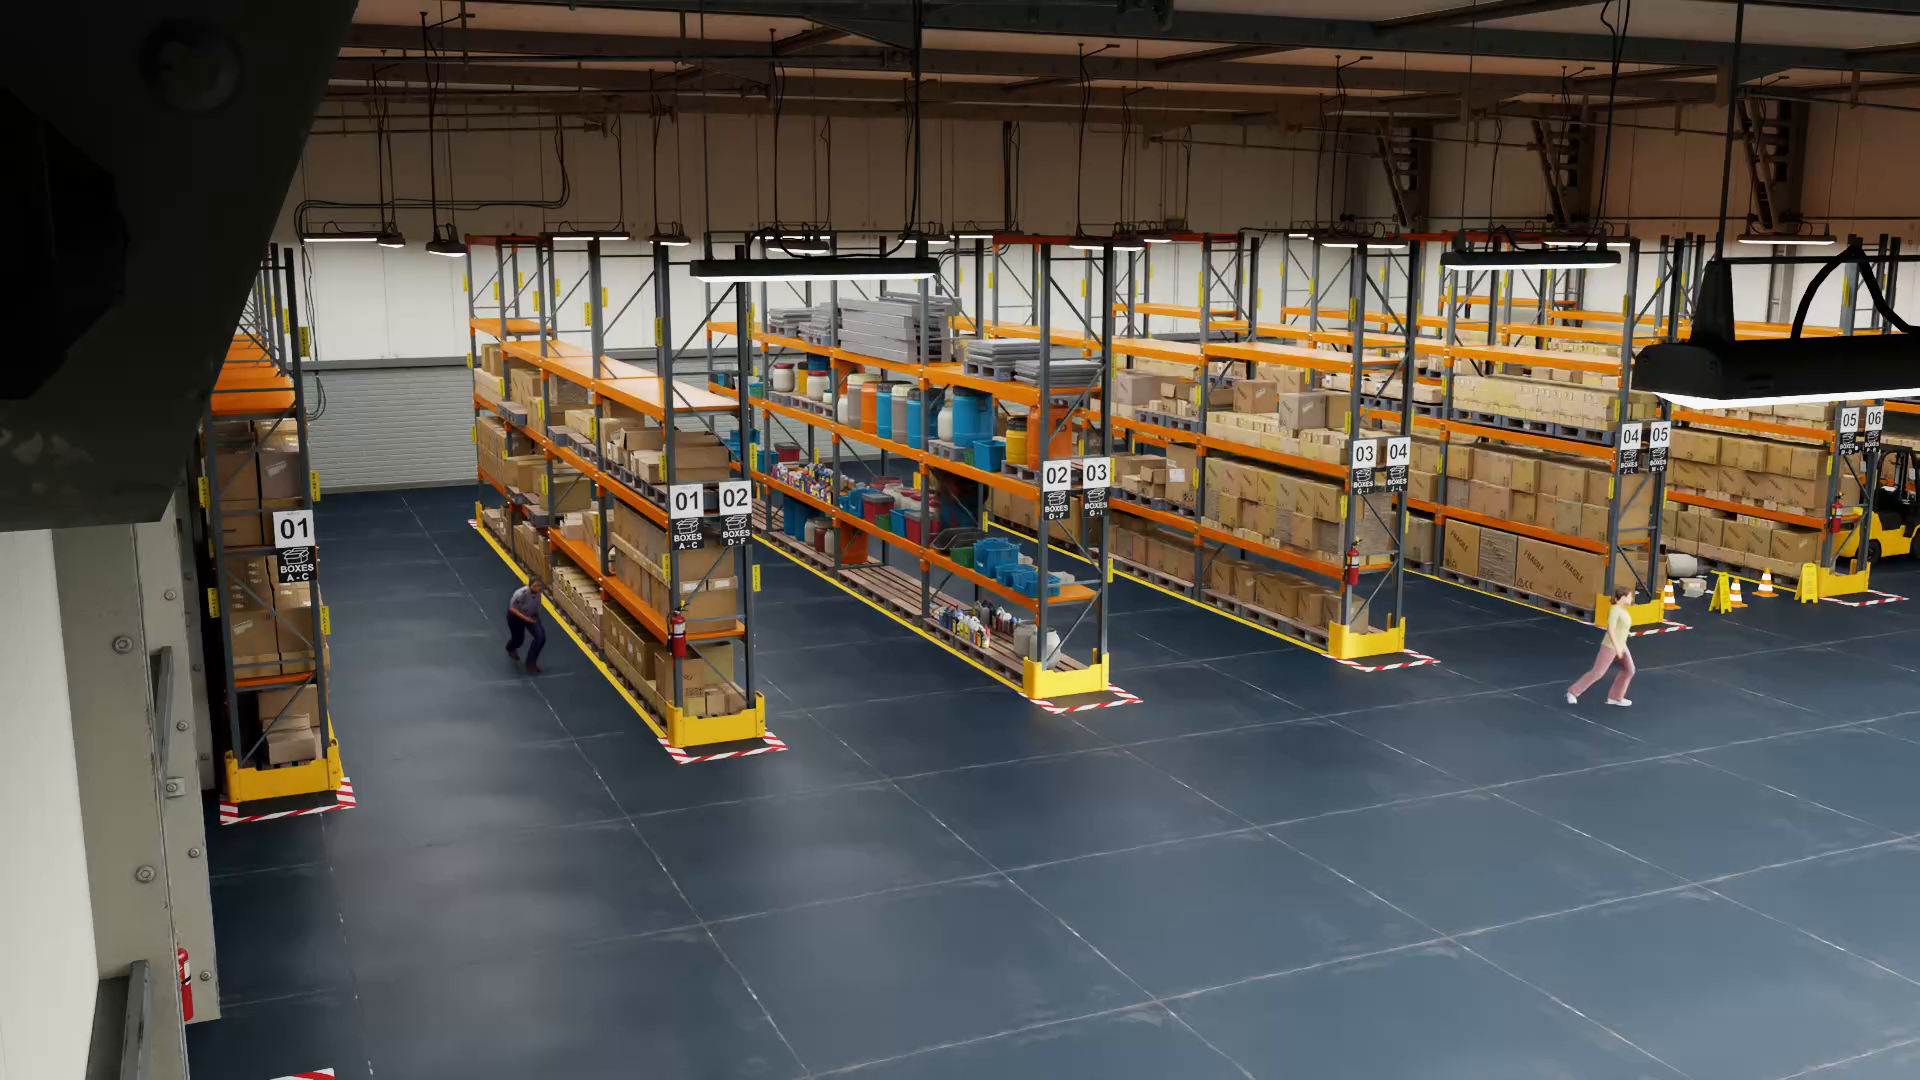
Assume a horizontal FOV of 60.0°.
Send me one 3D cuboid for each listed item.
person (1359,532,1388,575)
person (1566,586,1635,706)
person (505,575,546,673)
[{"bbox_3d":[7.276,-0.141,29.604,0.597,1.618,0.749,-2,11,-12],"label":"person"},{"bbox_3d":[8.376,1.393,21.717,0.707,1.602,0.750,10,15,41],"label":"person"},{"bbox_3d":[-6.234,1.141,23.595,0.591,1.448,1.077,-11,15,-43],"label":"person"}]
